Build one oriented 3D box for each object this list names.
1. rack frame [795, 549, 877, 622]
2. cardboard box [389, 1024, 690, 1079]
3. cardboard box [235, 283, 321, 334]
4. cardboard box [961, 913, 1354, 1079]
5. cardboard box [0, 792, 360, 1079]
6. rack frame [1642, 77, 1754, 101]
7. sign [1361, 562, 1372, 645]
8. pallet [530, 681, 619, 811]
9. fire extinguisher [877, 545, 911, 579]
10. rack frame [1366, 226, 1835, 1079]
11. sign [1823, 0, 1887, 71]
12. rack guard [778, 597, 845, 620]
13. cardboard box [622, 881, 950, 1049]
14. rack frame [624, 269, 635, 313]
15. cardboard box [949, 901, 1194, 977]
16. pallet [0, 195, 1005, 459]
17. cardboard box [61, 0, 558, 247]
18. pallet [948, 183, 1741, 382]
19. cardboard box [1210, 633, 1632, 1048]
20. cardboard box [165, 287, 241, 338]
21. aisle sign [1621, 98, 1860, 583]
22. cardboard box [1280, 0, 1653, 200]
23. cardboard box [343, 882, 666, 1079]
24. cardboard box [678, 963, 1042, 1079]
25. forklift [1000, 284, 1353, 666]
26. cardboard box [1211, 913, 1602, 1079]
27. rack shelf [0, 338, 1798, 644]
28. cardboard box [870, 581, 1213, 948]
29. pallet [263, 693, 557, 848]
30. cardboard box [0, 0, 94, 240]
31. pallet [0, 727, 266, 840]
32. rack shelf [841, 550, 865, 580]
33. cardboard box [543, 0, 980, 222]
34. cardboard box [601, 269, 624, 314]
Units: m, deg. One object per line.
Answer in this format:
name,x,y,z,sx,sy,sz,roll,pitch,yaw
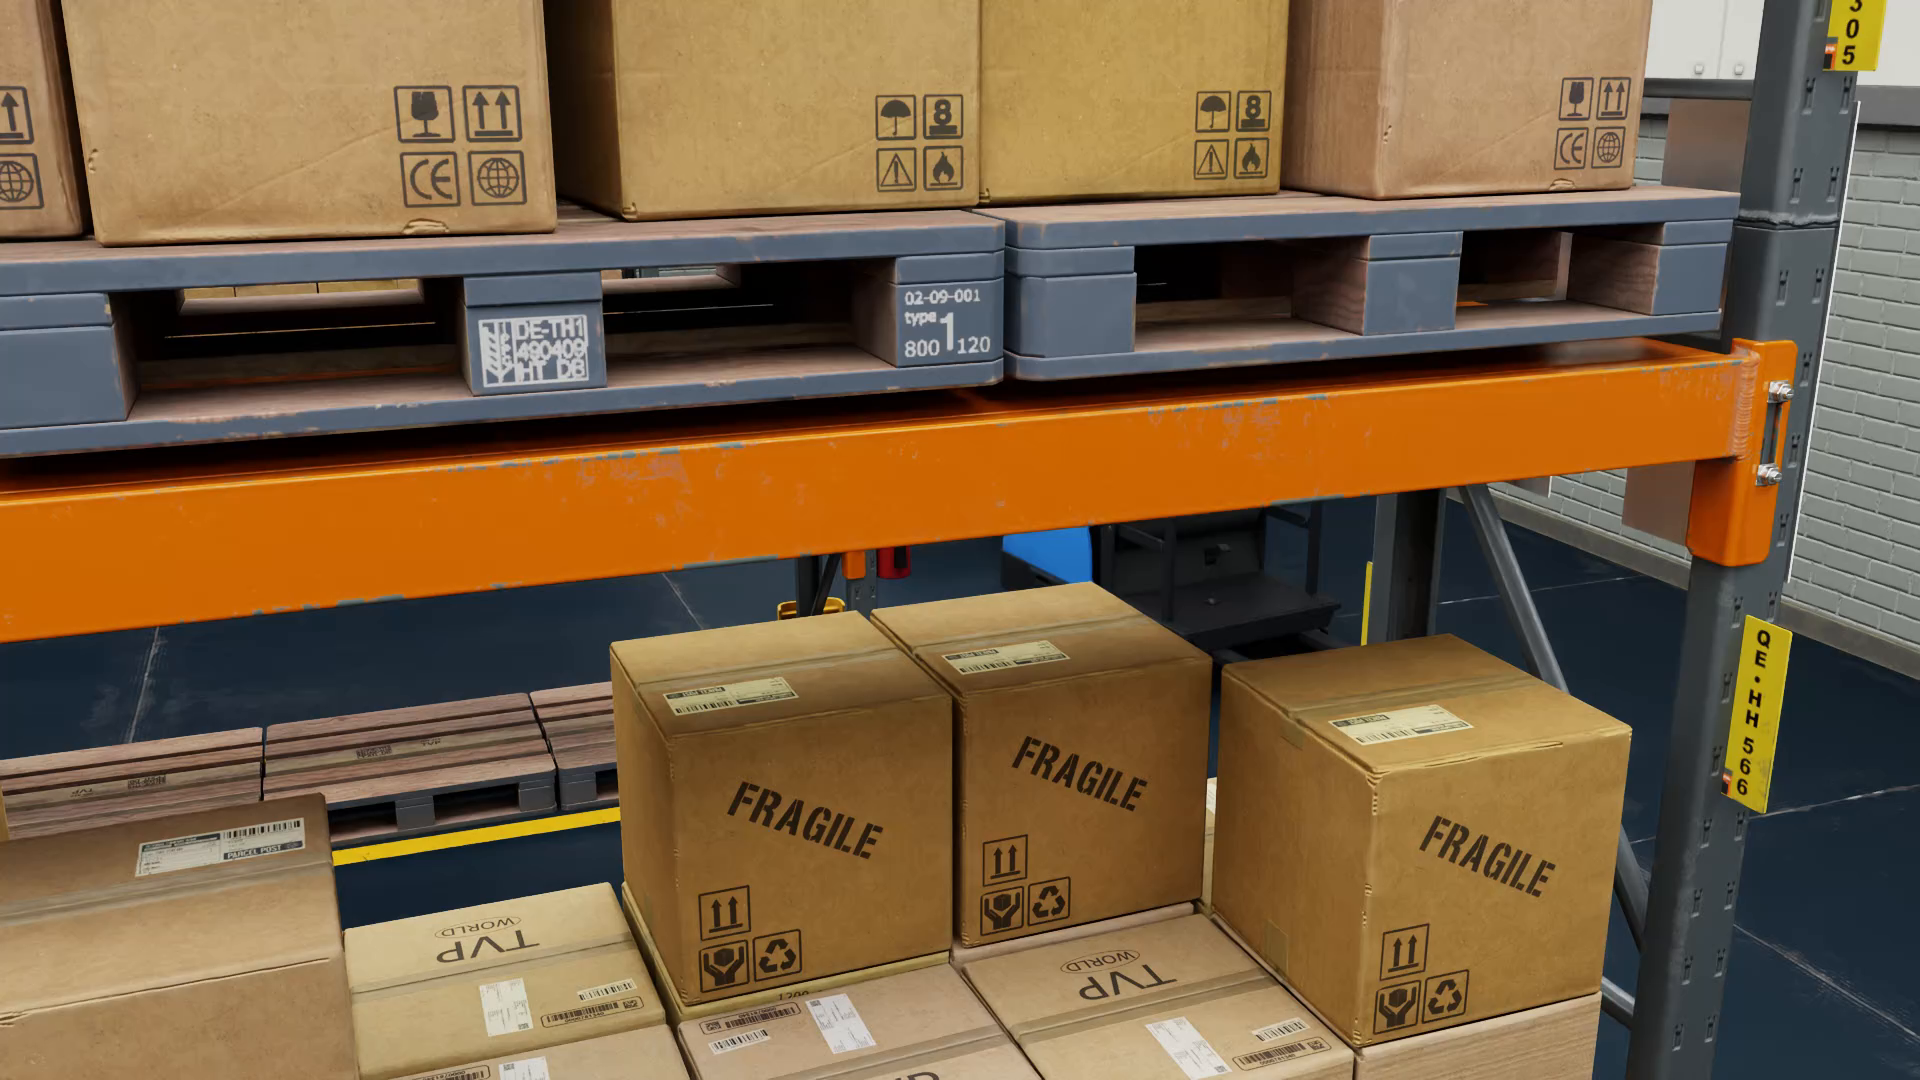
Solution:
rack frame,-0.616,-0.485,7.925,0.127,3.000,1.000,-6,17,-20
cardboard box,-0.636,1.022,2.531,0.500,0.250,0.500,-6,17,-20
cardboard box,-4.602,-1.515,11.256,0.500,0.500,0.500,-6,17,-20
cardboard box,0.324,0.917,2.889,0.500,0.250,0.500,-6,18,-21
cardboard box,-1.094,0.709,2.268,0.500,0.500,0.500,-7,18,-22
rack frame,1.157,-2.059,2.639,0.053,2.616,0.949,-6,17,-20
sign,0.963,0.219,3.853,0.005,0.325,0.100,-6,17,-20
pallet,-1.400,0.926,8.069,1.213,0.211,1.003,-6,17,-20
fire extinguisher,-0.313,-0.164,7.633,0.183,0.674,0.296,-6,17,-20
rack frame,1.156,0.819,3.487,0.127,3.000,1.000,-6,17,-20
sign,1.337,-0.863,2.460,0.005,0.325,0.100,-6,17,-20
rack guard,-0.599,0.709,8.297,0.348,0.500,1.175,-6,17,-20
cardboard box,-0.342,0.829,3.190,0.500,0.250,0.500,-7,18,-22
rack frame,-2.387,-1.789,12.367,0.053,2.616,0.949,-6,17,-20
cardboard box,0.128,0.779,3.359,0.500,0.250,0.500,-6,18,-21
pallet,-0.674,-0.377,2.391,1.213,0.211,1.003,-6,17,-20
cardboard box,-0.827,-0.678,2.159,0.500,0.500,0.700,-5,17,-18
pallet,0.467,-0.501,2.813,1.213,0.211,1.003,-6,17,-20
cardboard box,0.795,0.506,2.958,0.500,0.500,0.500,-6,17,-19
cardboard box,-3.982,-1.663,11.761,3.026,0.500,1.079,-6,17,-19
aisle sign,1.330,-0.357,2.877,0.004,0.787,0.394,-6,17,-20
cardboard box,0.690,-0.852,2.751,0.500,0.500,0.700,-7,18,-23
cardboard box,-0.828,0.883,3.006,0.500,0.250,0.500,-7,18,-21
cardboard box,-0.151,0.969,2.714,0.500,0.250,0.500,-7,18,-22
forklift,1.405,-0.763,8.995,1.130,2.935,3.031,-9,19,-28
cardboard box,0.798,0.866,3.062,0.500,0.250,0.500,-6,18,-21
rack shelf,-0.712,-0.074,2.479,4.000,0.370,1.077,-6,17,-20
cardboard box,0.144,0.416,3.266,0.500,0.500,0.500,-7,18,-21
pallet,-2.538,1.048,7.654,1.213,0.211,1.003,-6,17,-20
cardboard box,-1.366,-0.663,2.107,0.500,0.500,0.700,-5,17,-17
pallet,-3.679,1.172,7.232,1.213,0.211,1.003,-6,17,-20
rack shelf,-2.484,0.062,7.340,4.000,0.370,1.077,-6,17,-20
cardboard box,-0.345,-0.762,2.445,0.500,0.500,0.700,-7,18,-24
cardboard box,-2.706,-1.719,11.952,0.500,0.500,0.500,-6,17,-18
